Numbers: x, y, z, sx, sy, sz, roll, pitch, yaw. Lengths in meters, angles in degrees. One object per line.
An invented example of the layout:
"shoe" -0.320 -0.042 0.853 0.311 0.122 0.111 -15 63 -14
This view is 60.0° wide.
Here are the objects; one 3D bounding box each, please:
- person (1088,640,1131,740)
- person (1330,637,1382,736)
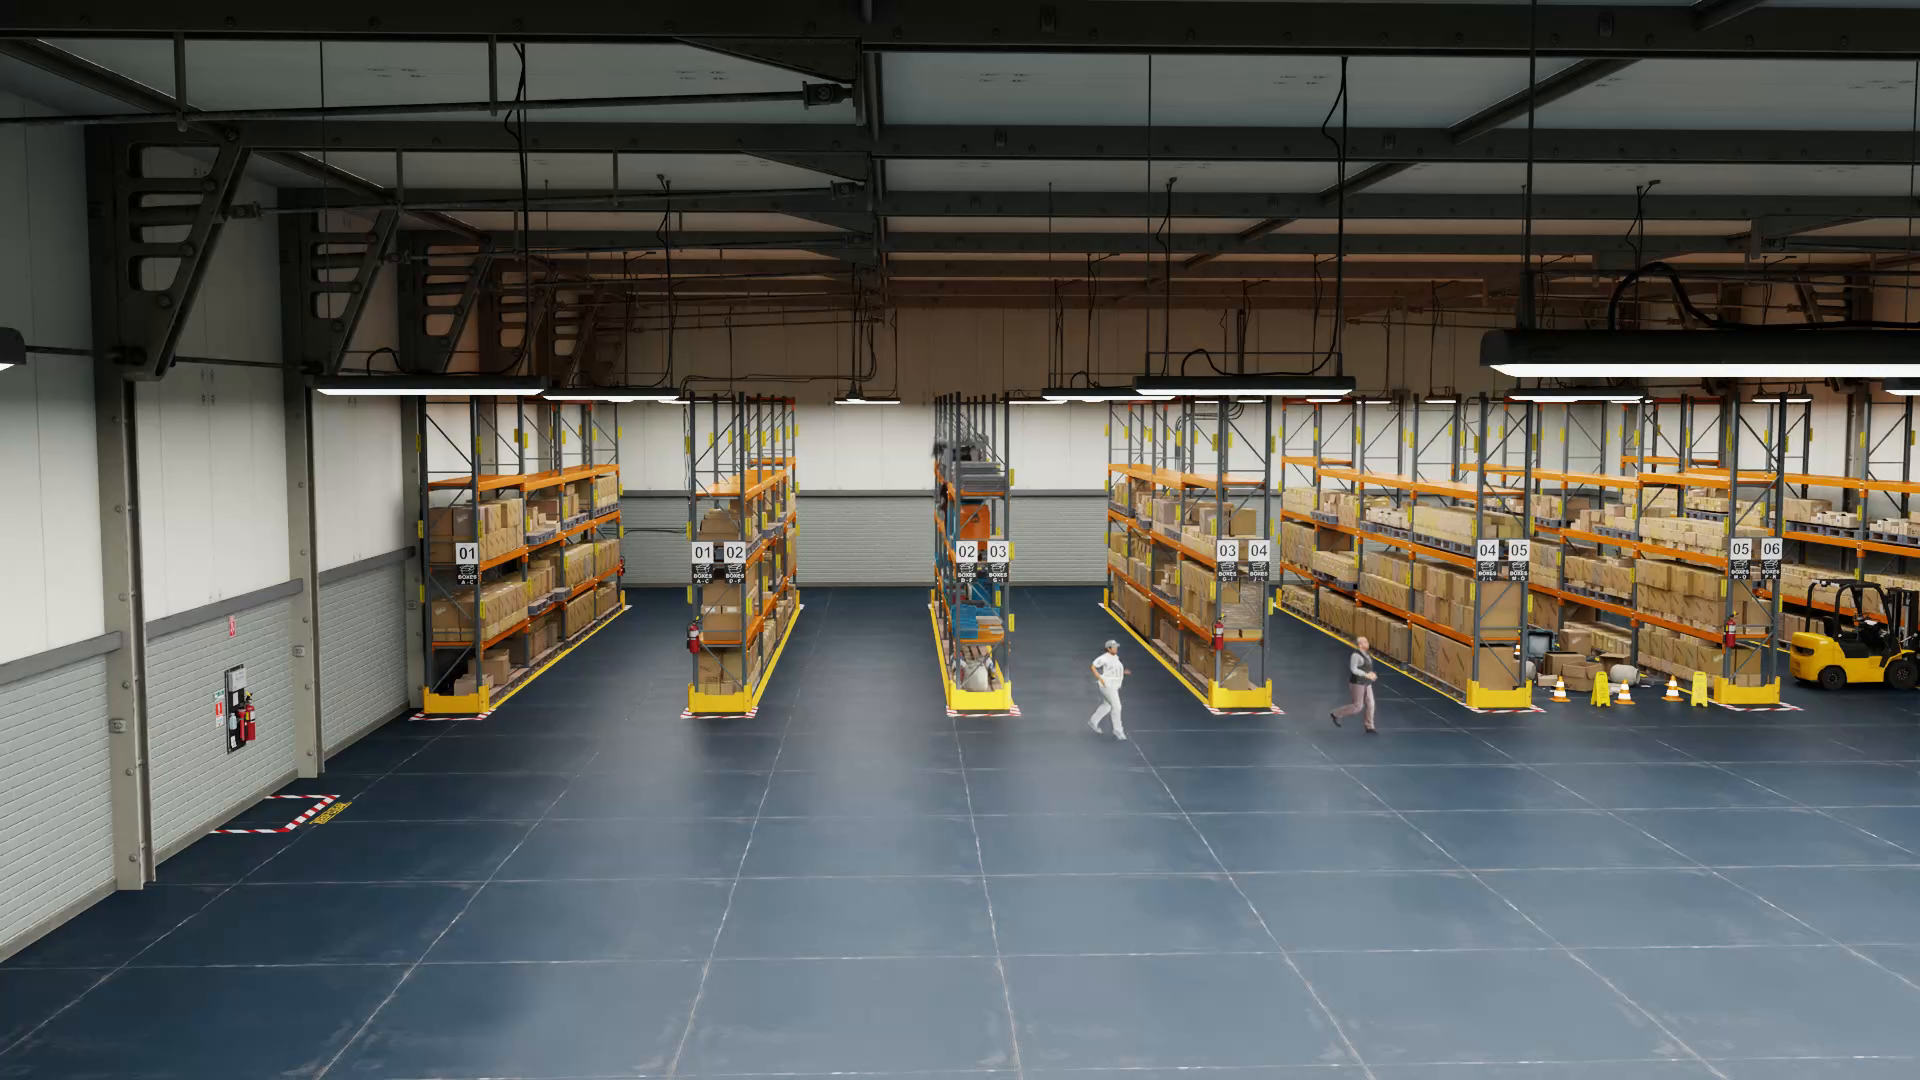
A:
"person" 2.582 2.586 28.847 0.826 1.722 0.593 2 5 28
"person" 6.984 2.543 29.157 0.889 1.725 0.670 3 6 36
